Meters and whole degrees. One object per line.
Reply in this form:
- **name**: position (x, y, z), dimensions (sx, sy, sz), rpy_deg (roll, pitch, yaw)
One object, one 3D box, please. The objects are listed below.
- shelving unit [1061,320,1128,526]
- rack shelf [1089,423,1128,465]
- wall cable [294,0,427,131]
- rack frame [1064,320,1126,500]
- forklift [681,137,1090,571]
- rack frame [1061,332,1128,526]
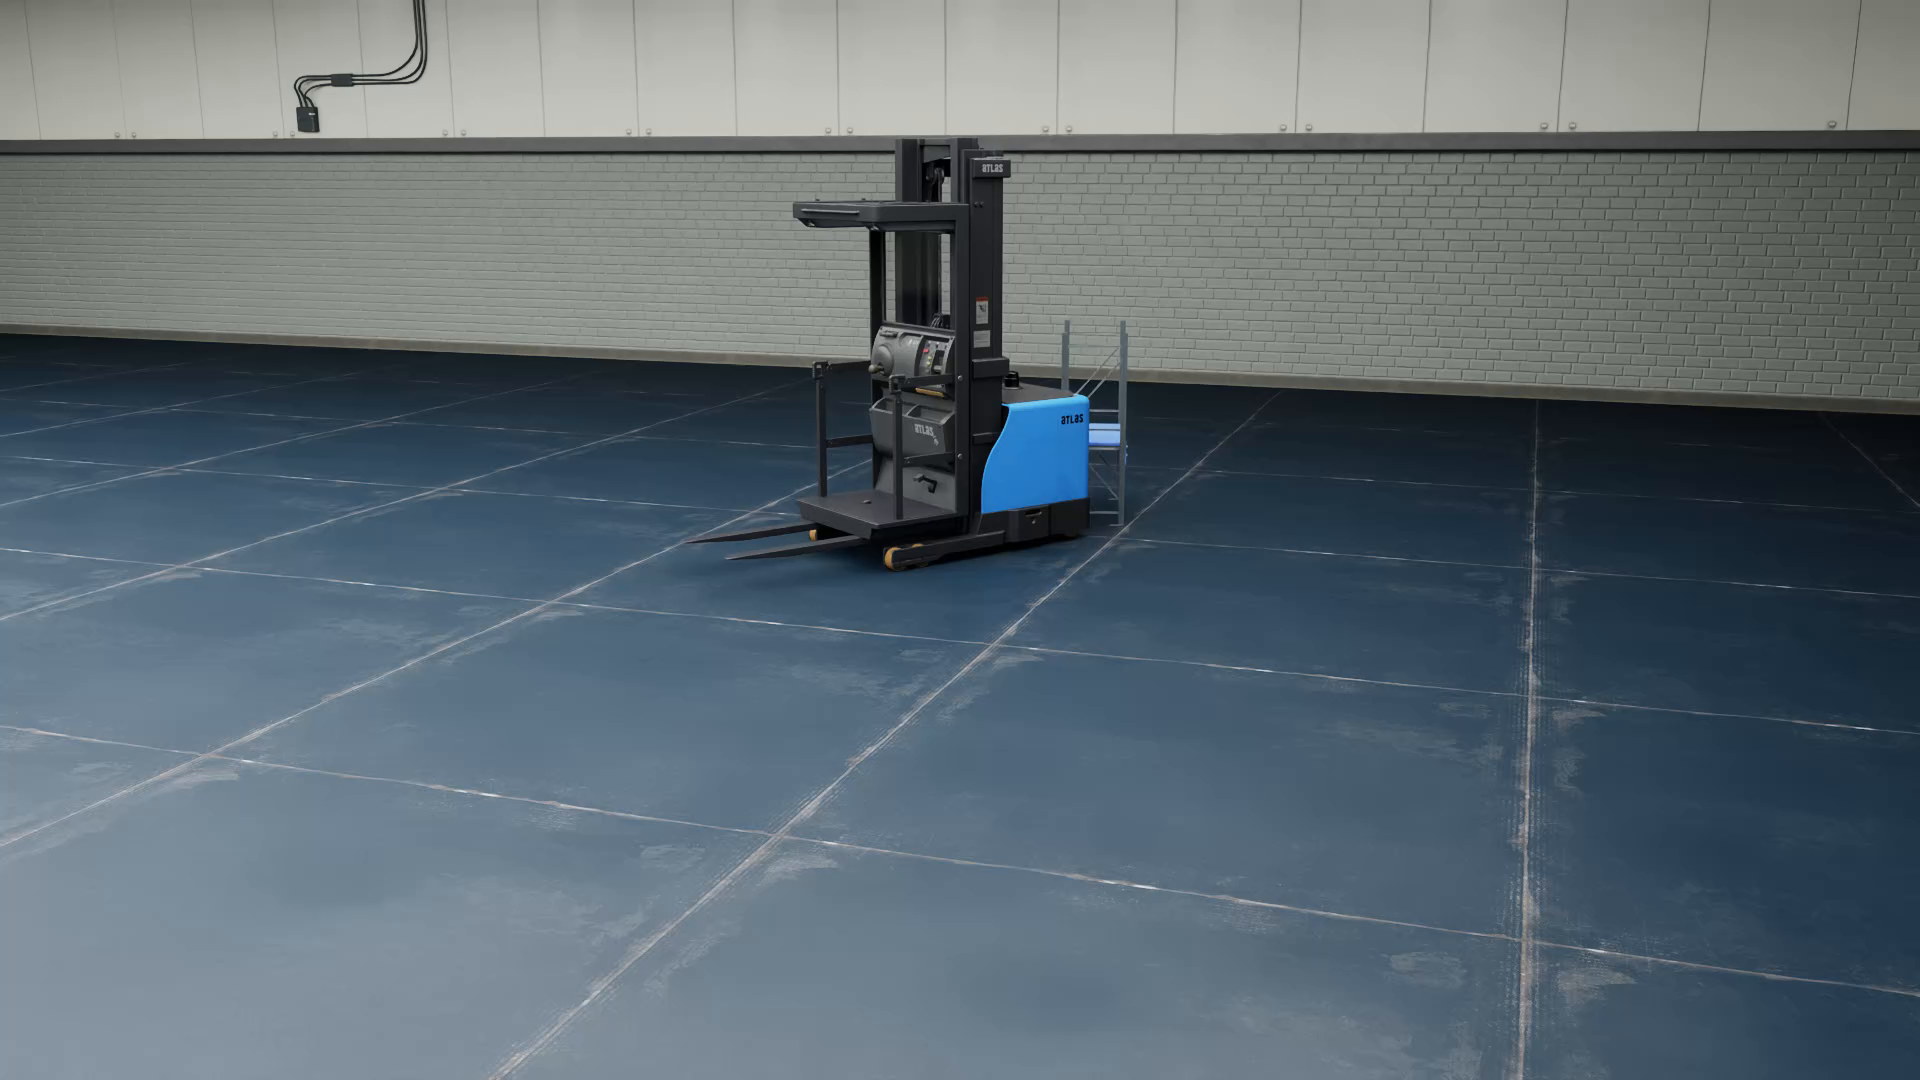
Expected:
- **shelving unit**: position (1.068, -0.959, 13.318), dimensions (0.538, 1.500, 1.048), rpy_deg (1, 13, 4)
- **rack shelf**: position (1.068, -0.783, 13.358), dimensions (0.538, 0.185, 1.000), rpy_deg (1, 13, 4)
- **wall cable**: position (-8.722, -8.913, 23.674), dimensions (2.305, 6.003, 0.169), rpy_deg (4, 14, 18)
- **rack frame**: position (1.108, -1.071, 13.812), dimensions (0.500, 1.500, 0.032), rpy_deg (1, 13, 4)
- **forklift**: position (-0.507, -1.346, 11.797), dimensions (3.031, 2.935, 1.130), rpy_deg (-9, 16, -35)
- **rack frame**: position (1.027, -0.846, 12.824), dimensions (0.500, 1.500, 0.032), rpy_deg (1, 13, 4)
